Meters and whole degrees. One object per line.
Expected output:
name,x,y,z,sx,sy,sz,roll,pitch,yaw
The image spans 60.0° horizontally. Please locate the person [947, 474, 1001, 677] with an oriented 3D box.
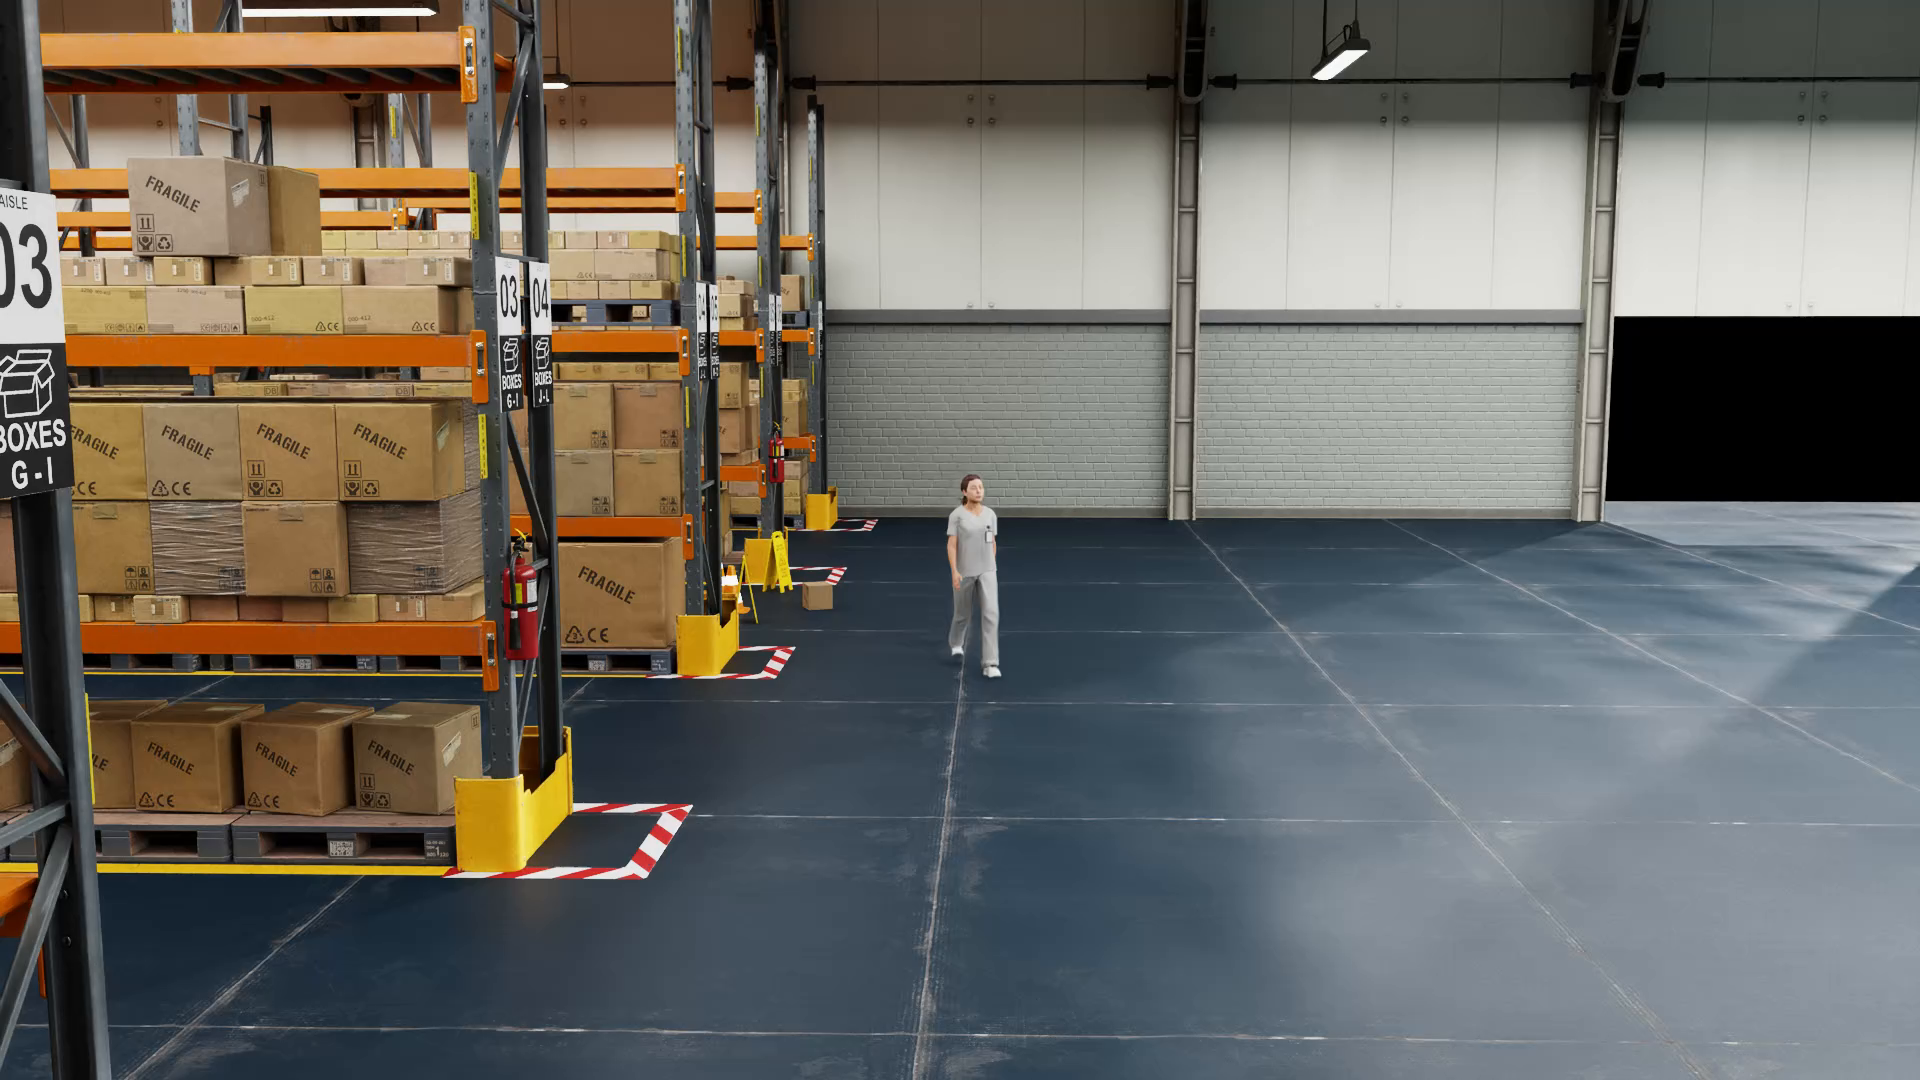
person,0.105,0.270,13.673,0.446,1.626,0.983,-2,7,-13
